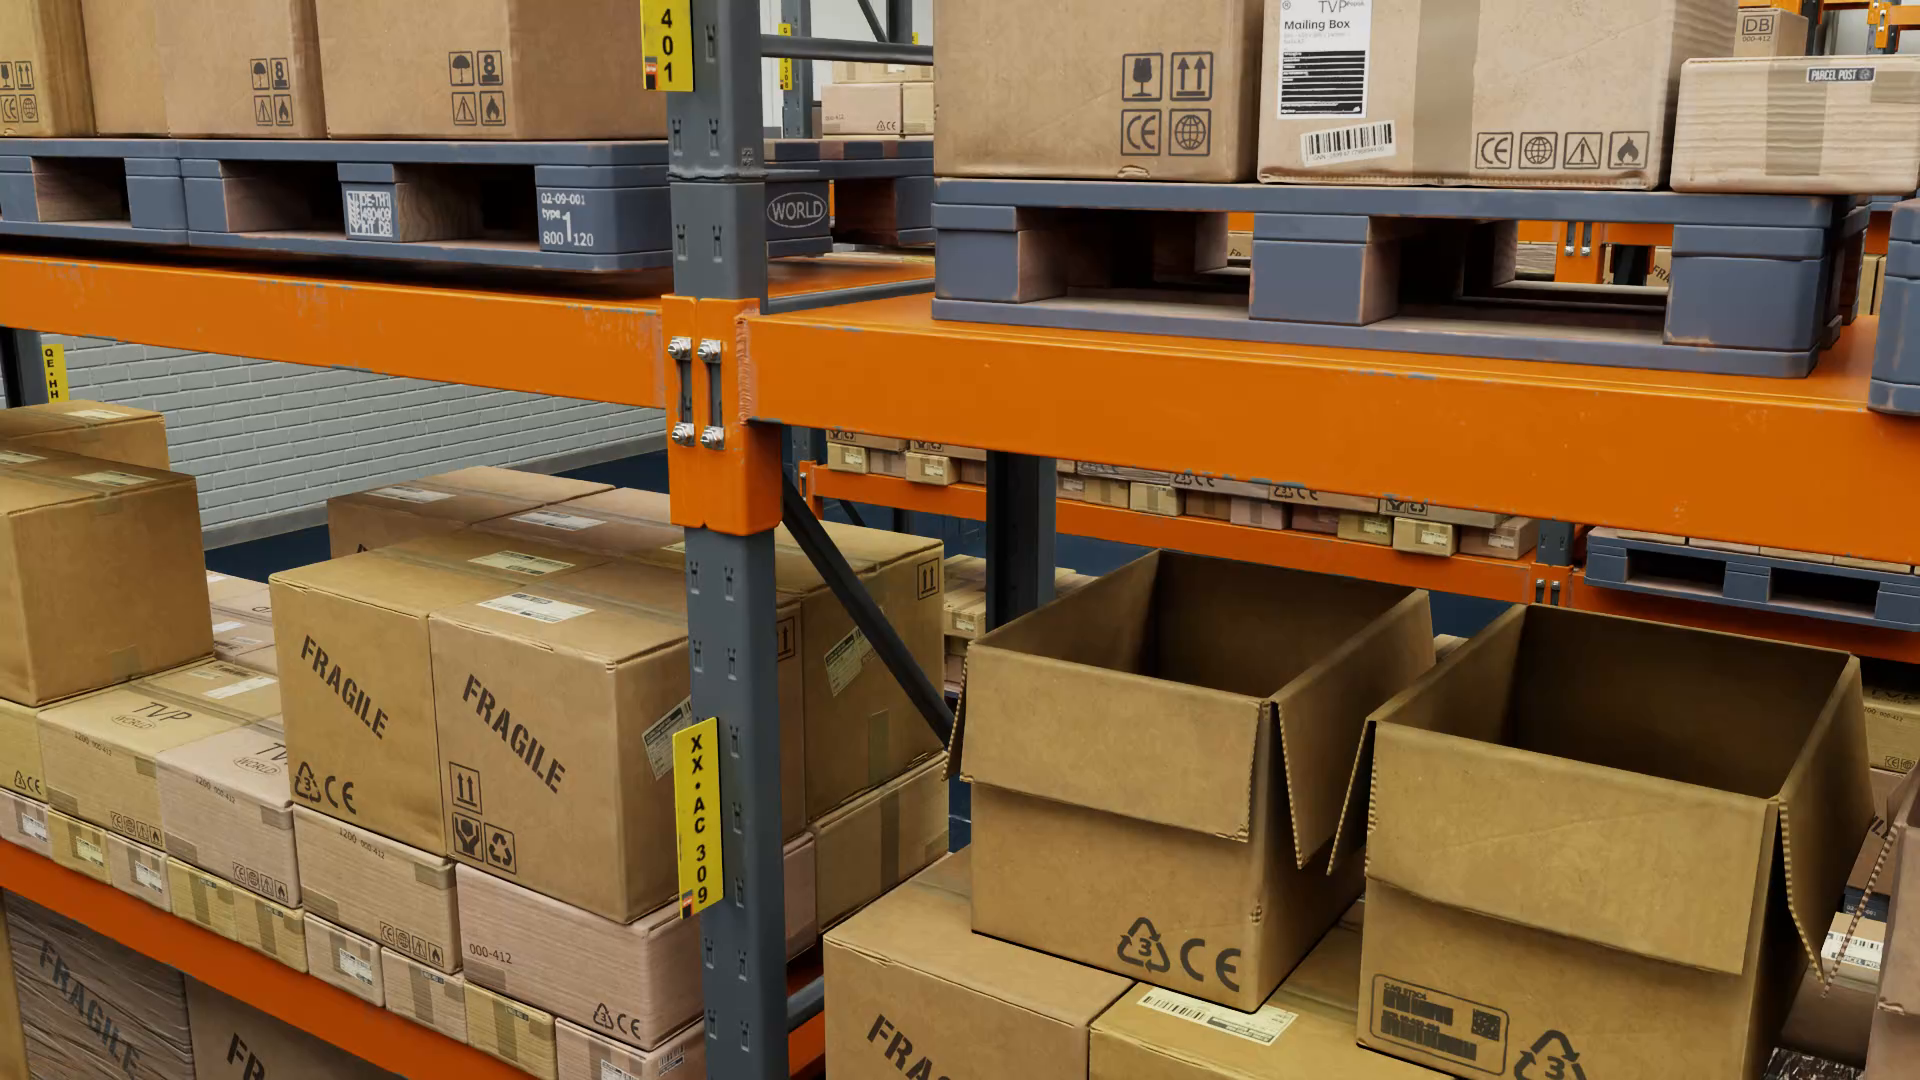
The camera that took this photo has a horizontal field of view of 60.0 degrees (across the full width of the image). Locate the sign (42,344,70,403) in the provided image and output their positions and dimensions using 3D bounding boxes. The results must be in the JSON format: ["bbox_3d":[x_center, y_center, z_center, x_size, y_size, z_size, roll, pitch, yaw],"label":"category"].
[{"bbox_3d":[-3.129,-0.511,5.743,0.005,0.325,0.100,9,17,33],"label":"sign"}]

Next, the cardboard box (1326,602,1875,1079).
[{"bbox_3d":[0.973,0.452,2.461,0.637,0.503,0.797,9,17,33],"label":"cardboard box"}]

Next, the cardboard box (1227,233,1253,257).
[{"bbox_3d":[2.327,-2.116,12.841,0.500,0.500,0.500,9,16,32],"label":"cardboard box"}]

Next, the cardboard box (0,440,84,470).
[{"bbox_3d":[-2.781,0.022,4.624,0.500,0.500,0.500,9,16,31],"label":"cardboard box"}]

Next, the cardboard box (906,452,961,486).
[{"bbox_3d":[-0.078,-0.400,8.718,0.250,0.149,0.380,9,16,31],"label":"cardboard box"}]

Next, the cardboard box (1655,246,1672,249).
[{"bbox_3d":[4.815,-2.051,11.226,0.250,0.149,0.380,10,17,34],"label":"cardboard box"}]

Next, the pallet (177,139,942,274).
[{"bbox_3d":[-0.797,-0.716,3.416,1.213,0.211,1.003,9,17,33],"label":"pallet"}]

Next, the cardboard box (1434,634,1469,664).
[{"bbox_3d":[2.362,0.588,8.025,0.250,0.149,0.380,10,17,36],"label":"cardboard box"}]

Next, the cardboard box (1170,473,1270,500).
[{"bbox_3d":[1.327,-0.505,7.793,0.500,0.500,0.500,9,17,33],"label":"cardboard box"}]

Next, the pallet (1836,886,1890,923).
[{"bbox_3d":[3.375,1.291,7.168,1.213,0.211,1.003,9,17,33],"label":"pallet"}]

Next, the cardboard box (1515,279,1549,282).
[{"bbox_3d":[2.187,-0.854,7.123,0.500,0.500,0.500,9,16,31],"label":"cardboard box"}]

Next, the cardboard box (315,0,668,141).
[{"bbox_3d":[-0.807,-1.041,3.254,0.500,0.500,0.700,8,16,30],"label":"cardboard box"}]

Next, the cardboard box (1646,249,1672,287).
[{"bbox_3d":[4.861,-1.709,11.197,0.500,0.500,0.500,9,17,32],"label":"cardboard box"}]

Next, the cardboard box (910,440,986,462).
[{"bbox_3d":[0.085,-0.714,8.638,0.500,0.500,0.500,9,17,33],"label":"cardboard box"}]

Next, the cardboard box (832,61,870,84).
[{"bbox_3d":[-0.450,-2.434,8.612,0.250,0.149,0.380,9,17,32],"label":"cardboard box"}]

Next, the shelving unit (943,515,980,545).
[{"bbox_3d":[0.012,-0.580,12.671,0.189,1.200,0.258,9,17,33],"label":"shelving unit"}]

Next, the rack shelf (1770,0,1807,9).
[{"bbox_3d":[3.747,-3.804,11.793,4.000,0.370,1.077,9,17,33],"label":"rack shelf"}]

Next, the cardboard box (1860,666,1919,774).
[{"bbox_3d":[3.637,0.702,6.514,0.500,0.250,0.500,10,17,34],"label":"cardboard box"}]

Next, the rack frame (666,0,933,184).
[{"bbox_3d":[-0.124,-2.103,2.593,0.127,3.000,1.000,9,17,33],"label":"rack frame"}]

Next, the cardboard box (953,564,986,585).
[{"bbox_3d":[0.166,0.254,9.376,0.250,0.149,0.380,10,17,34],"label":"cardboard box"}]

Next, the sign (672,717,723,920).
[{"bbox_3d":[-0.433,0.461,2.752,0.005,0.325,0.100,9,17,33],"label":"sign"}]

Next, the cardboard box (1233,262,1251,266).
[{"bbox_3d":[1.650,-1.094,8.093,0.500,0.500,0.500,10,17,34],"label":"cardboard box"}]

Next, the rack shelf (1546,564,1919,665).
[{"bbox_3d":[4.387,0.451,6.257,4.000,0.370,1.077,9,17,33],"label":"rack shelf"}]

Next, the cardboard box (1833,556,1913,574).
[{"bbox_3d":[3.444,0.000,6.229,0.250,0.149,0.380,9,17,33],"label":"cardboard box"}]

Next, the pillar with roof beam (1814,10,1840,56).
[{"bbox_3d":[5.696,-4.484,12.211,0.400,9.000,9.100,9,17,33],"label":"pillar with roof beam"}]

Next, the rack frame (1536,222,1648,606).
[{"bbox_3d":[2.728,-0.167,7.254,0.127,3.000,1.000,9,17,33],"label":"rack frame"}]

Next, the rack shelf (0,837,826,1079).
[{"bbox_3d":[-1.784,0.890,4.484,4.000,0.370,1.077,9,17,33],"label":"rack shelf"}]

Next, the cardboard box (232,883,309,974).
[{"bbox_3d":[-1.414,0.817,3.802,0.250,0.149,0.380,10,17,34],"label":"cardboard box"}]

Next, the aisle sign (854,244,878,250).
[{"bbox_3d":[-0.484,-2.035,9.390,0.004,0.787,0.394,9,17,33],"label":"aisle sign"}]

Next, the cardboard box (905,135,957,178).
[{"bbox_3d":[0.073,-1.904,8.341,0.500,0.250,0.500,10,17,35],"label":"cardboard box"}]

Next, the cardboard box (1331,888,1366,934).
[{"bbox_3d":[0.823,0.836,2.995,0.500,0.500,0.500,10,17,35],"label":"cardboard box"}]

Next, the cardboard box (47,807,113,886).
[{"bbox_3d":[-2.056,0.714,4.220,0.250,0.149,0.380,9,16,31],"label":"cardboard box"}]

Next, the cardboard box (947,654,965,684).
[{"bbox_3d":[0.138,0.662,8.966,0.250,0.149,0.380,9,17,33],"label":"cardboard box"}]

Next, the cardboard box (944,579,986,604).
[{"bbox_3d":[-0.050,0.339,9.032,0.250,0.149,0.380,10,17,34],"label":"cardboard box"}]

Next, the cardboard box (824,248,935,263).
[{"bbox_3d":[-0.367,-1.268,8.796,0.500,0.500,0.500,9,17,32],"label":"cardboard box"}]

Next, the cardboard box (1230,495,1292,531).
[{"bbox_3d":[1.455,-0.167,7.778,0.250,0.149,0.380,8,16,30],"label":"cardboard box"}]

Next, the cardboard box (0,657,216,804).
[{"bbox_3d":[-2.346,0.455,4.434,0.500,0.250,0.500,9,16,31],"label":"cardboard box"}]

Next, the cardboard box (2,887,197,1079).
[{"bbox_3d":[-2.113,1.292,4.910,0.875,0.875,0.875,9,17,33],"label":"cardboard box"}]

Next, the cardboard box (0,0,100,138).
[{"bbox_3d":[-2.126,-1.266,4.164,0.500,0.500,0.700,8,16,29],"label":"cardboard box"}]

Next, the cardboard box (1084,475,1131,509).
[{"bbox_3d":[0.817,-0.273,8.208,0.250,0.149,0.380,10,17,35],"label":"cardboard box"}]

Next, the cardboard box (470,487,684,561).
[{"bbox_3d":[-0.783,0.190,3.944,0.500,0.500,0.500,9,17,33],"label":"cardboard box"}]

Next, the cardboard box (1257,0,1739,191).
[{"bbox_3d":[0.736,-0.643,2.247,0.500,0.311,0.500,9,16,31],"label":"cardboard box"}]

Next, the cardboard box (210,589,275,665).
[{"bbox_3d":[-2.050,0.349,4.863,0.500,0.250,0.500,9,16,31],"label":"cardboard box"}]

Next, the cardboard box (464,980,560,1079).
[{"bbox_3d":[-0.774,0.921,3.385,0.250,0.149,0.380,10,17,34],"label":"cardboard box"}]

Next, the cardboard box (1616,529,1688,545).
[{"bbox_3d":[2.798,-0.104,6.650,0.250,0.149,0.380,8,16,30],"label":"cardboard box"}]

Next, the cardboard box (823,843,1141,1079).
[{"bbox_3d":[0.118,0.872,2.851,0.500,0.500,0.500,9,17,33],"label":"cardboard box"}]

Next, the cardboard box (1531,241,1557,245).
[{"bbox_3d":[4.166,-2.143,11.599,0.250,0.149,0.380,9,17,32],"label":"cardboard box"}]

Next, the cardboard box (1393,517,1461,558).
[{"bbox_3d":[2.086,-0.049,7.302,0.250,0.149,0.380,9,16,31],"label":"cardboard box"}]

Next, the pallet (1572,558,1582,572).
[{"bbox_3d":[4.819,0.069,12.106,1.213,0.211,1.003,9,17,33],"label":"pallet"}]

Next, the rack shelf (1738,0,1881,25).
[{"bbox_3d":[6.514,-4.987,15.745,4.000,0.370,1.077,9,17,33],"label":"rack shelf"}]

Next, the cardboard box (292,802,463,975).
[{"bbox_3d":[-1.068,0.661,3.602,0.500,0.250,0.500,10,17,34],"label":"cardboard box"}]

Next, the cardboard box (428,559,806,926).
[{"bbox_3d":[-0.655,0.365,3.239,0.500,0.500,0.500,10,17,34],"label":"cardboard box"}]
